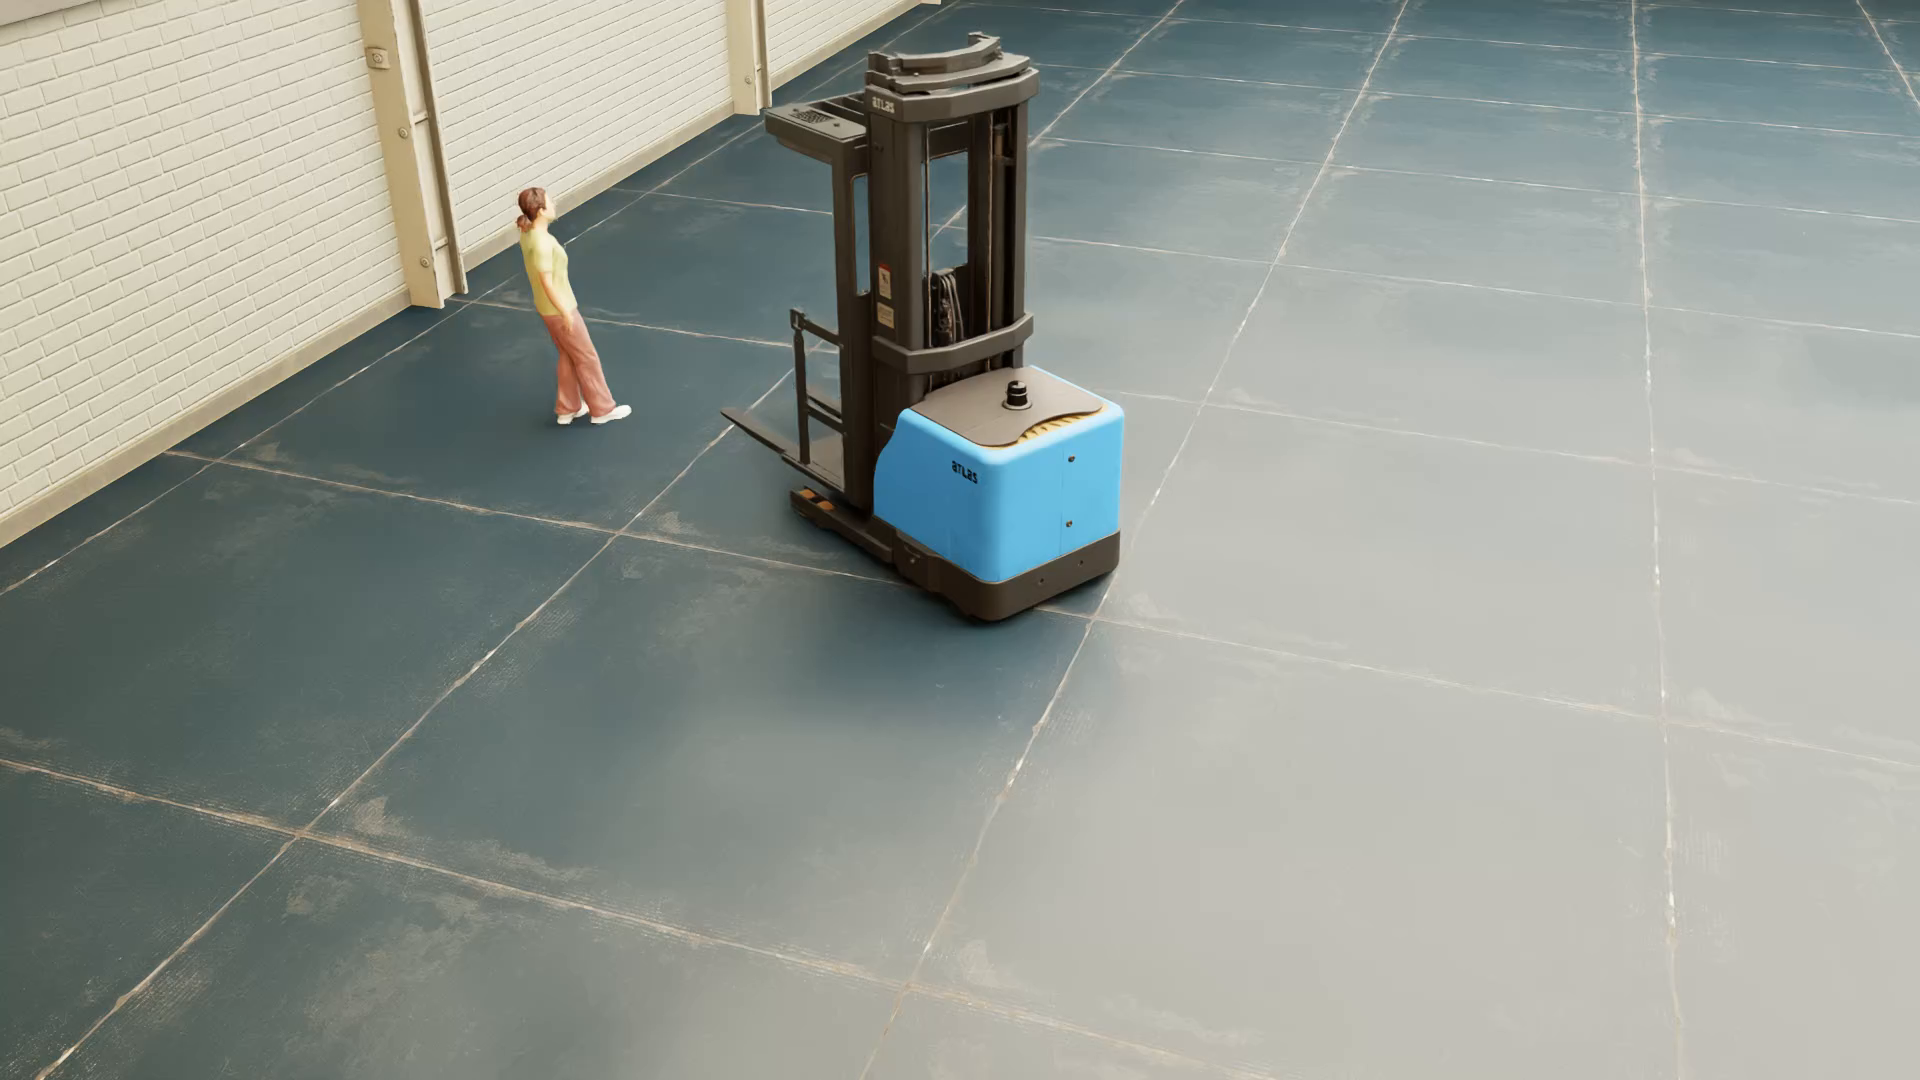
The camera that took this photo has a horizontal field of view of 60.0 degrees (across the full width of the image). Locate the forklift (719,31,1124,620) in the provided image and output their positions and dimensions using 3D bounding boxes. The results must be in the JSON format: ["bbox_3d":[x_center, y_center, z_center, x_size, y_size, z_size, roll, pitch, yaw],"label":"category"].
[{"bbox_3d":[-0.399,-1.488,9.746,1.130,2.935,3.031,-22,37,-34],"label":"forklift"}]

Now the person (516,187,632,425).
[{"bbox_3d":[-2.610,-1.576,11.188,0.620,1.668,0.557,-13,32,-22],"label":"person"}]
